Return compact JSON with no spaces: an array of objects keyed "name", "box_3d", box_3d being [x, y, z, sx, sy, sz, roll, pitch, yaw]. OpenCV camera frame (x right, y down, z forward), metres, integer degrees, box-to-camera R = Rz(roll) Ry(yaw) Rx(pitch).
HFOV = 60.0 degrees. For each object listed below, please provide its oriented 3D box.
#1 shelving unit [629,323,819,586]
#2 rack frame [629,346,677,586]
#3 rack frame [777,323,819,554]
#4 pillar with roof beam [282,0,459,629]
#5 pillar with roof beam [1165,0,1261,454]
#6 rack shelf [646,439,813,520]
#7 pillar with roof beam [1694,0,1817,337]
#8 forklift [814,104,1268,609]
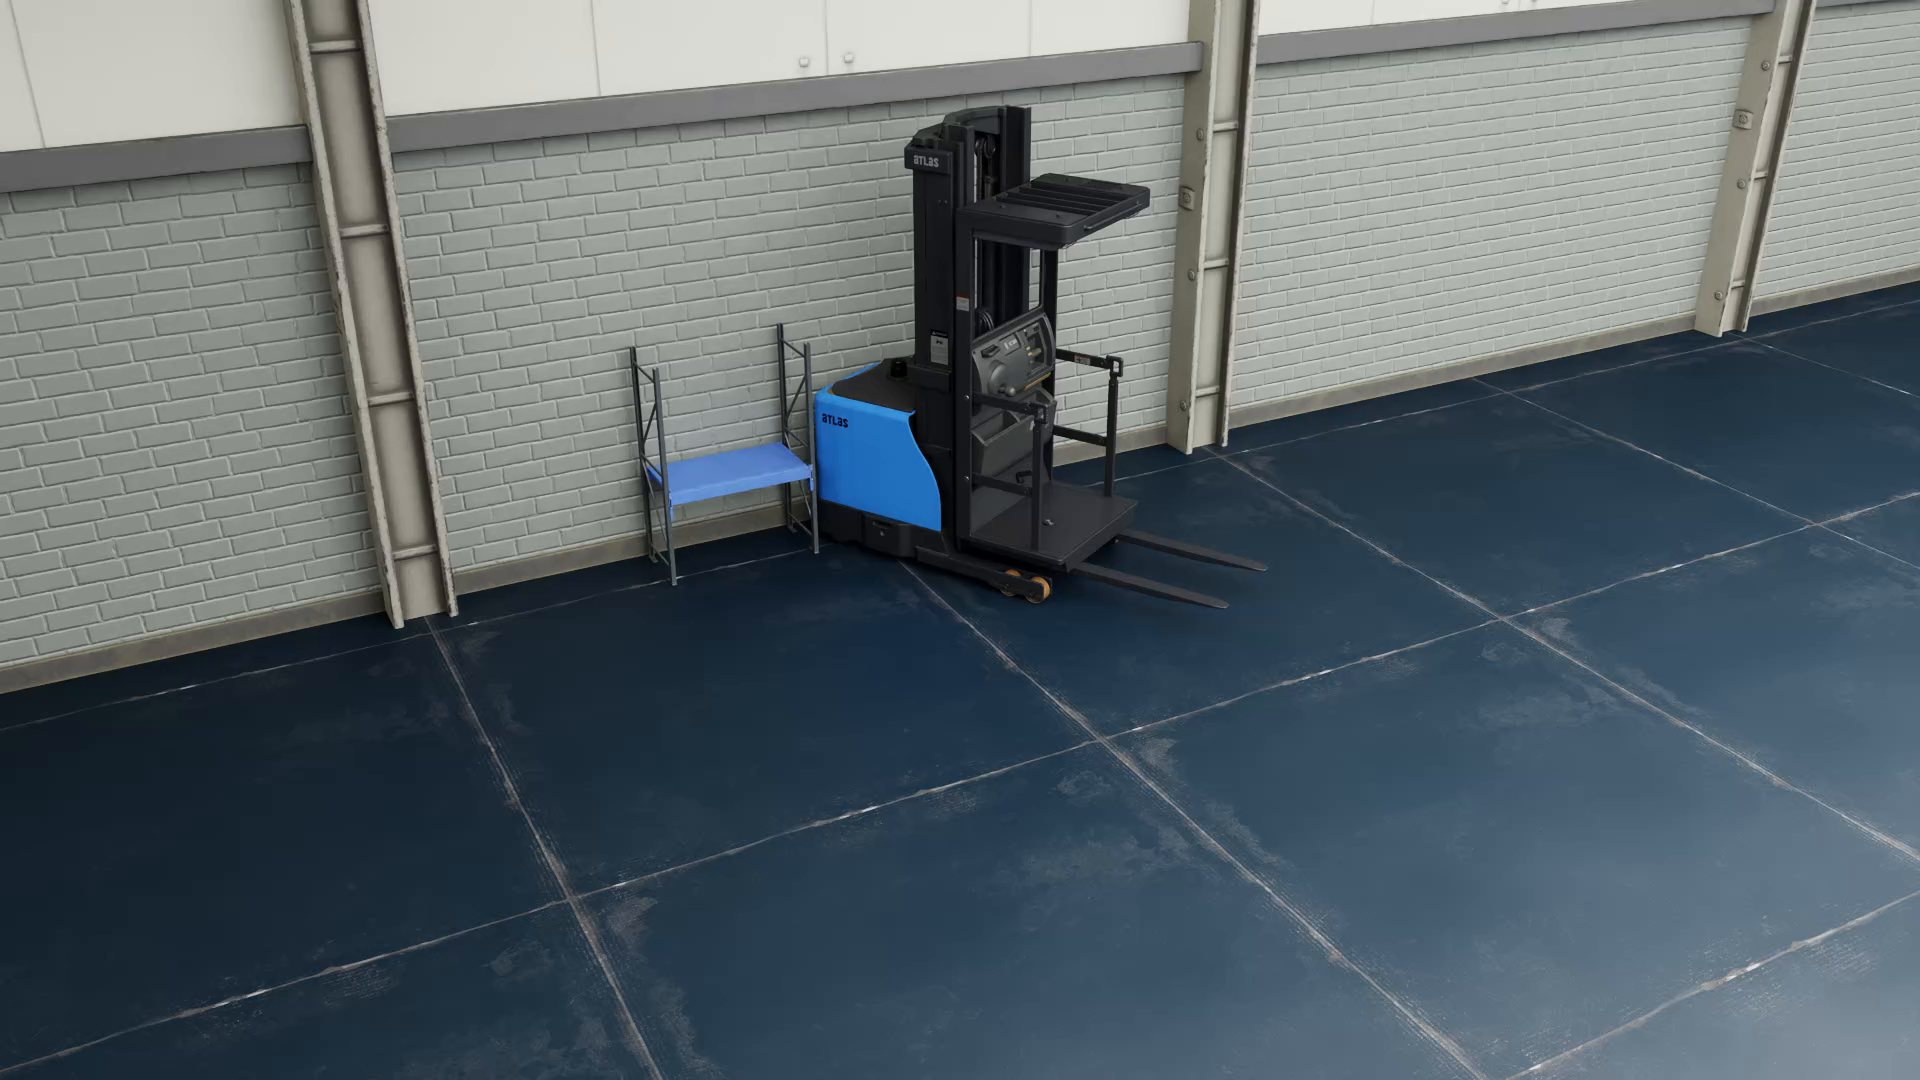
[{"name":"shelving unit","box_3d":[-1.544,-0.576,11.018,1.048,1.500,0.538,-13,29,-25]},{"name":"rack frame","box_3d":[-1.992,-0.472,10.802,0.032,1.500,0.500,-13,29,-25]},{"name":"rack frame","box_3d":[-1.095,-0.679,11.234,0.032,1.500,0.500,-13,29,-25]},{"name":"pillar with roof beam","box_3d":[-1.405,-1.956,5.229,0.400,9.000,9.100,-13,29,-25]},{"name":"pillar with roof beam","box_3d":[3.889,-3.178,7.774,0.400,9.000,9.100,-13,29,-25]},{"name":"rack shelf","box_3d":[-1.544,-0.413,11.096,1.000,0.185,0.538,-13,29,-25]},{"name":"pillar with roof beam","box_3d":[9.184,-4.400,10.319,0.400,9.000,9.100,-13,29,-25]},{"name":"forklift","box_3d":[0.525,-1.176,10.616,3.031,2.935,1.130,15,30,29]}]
